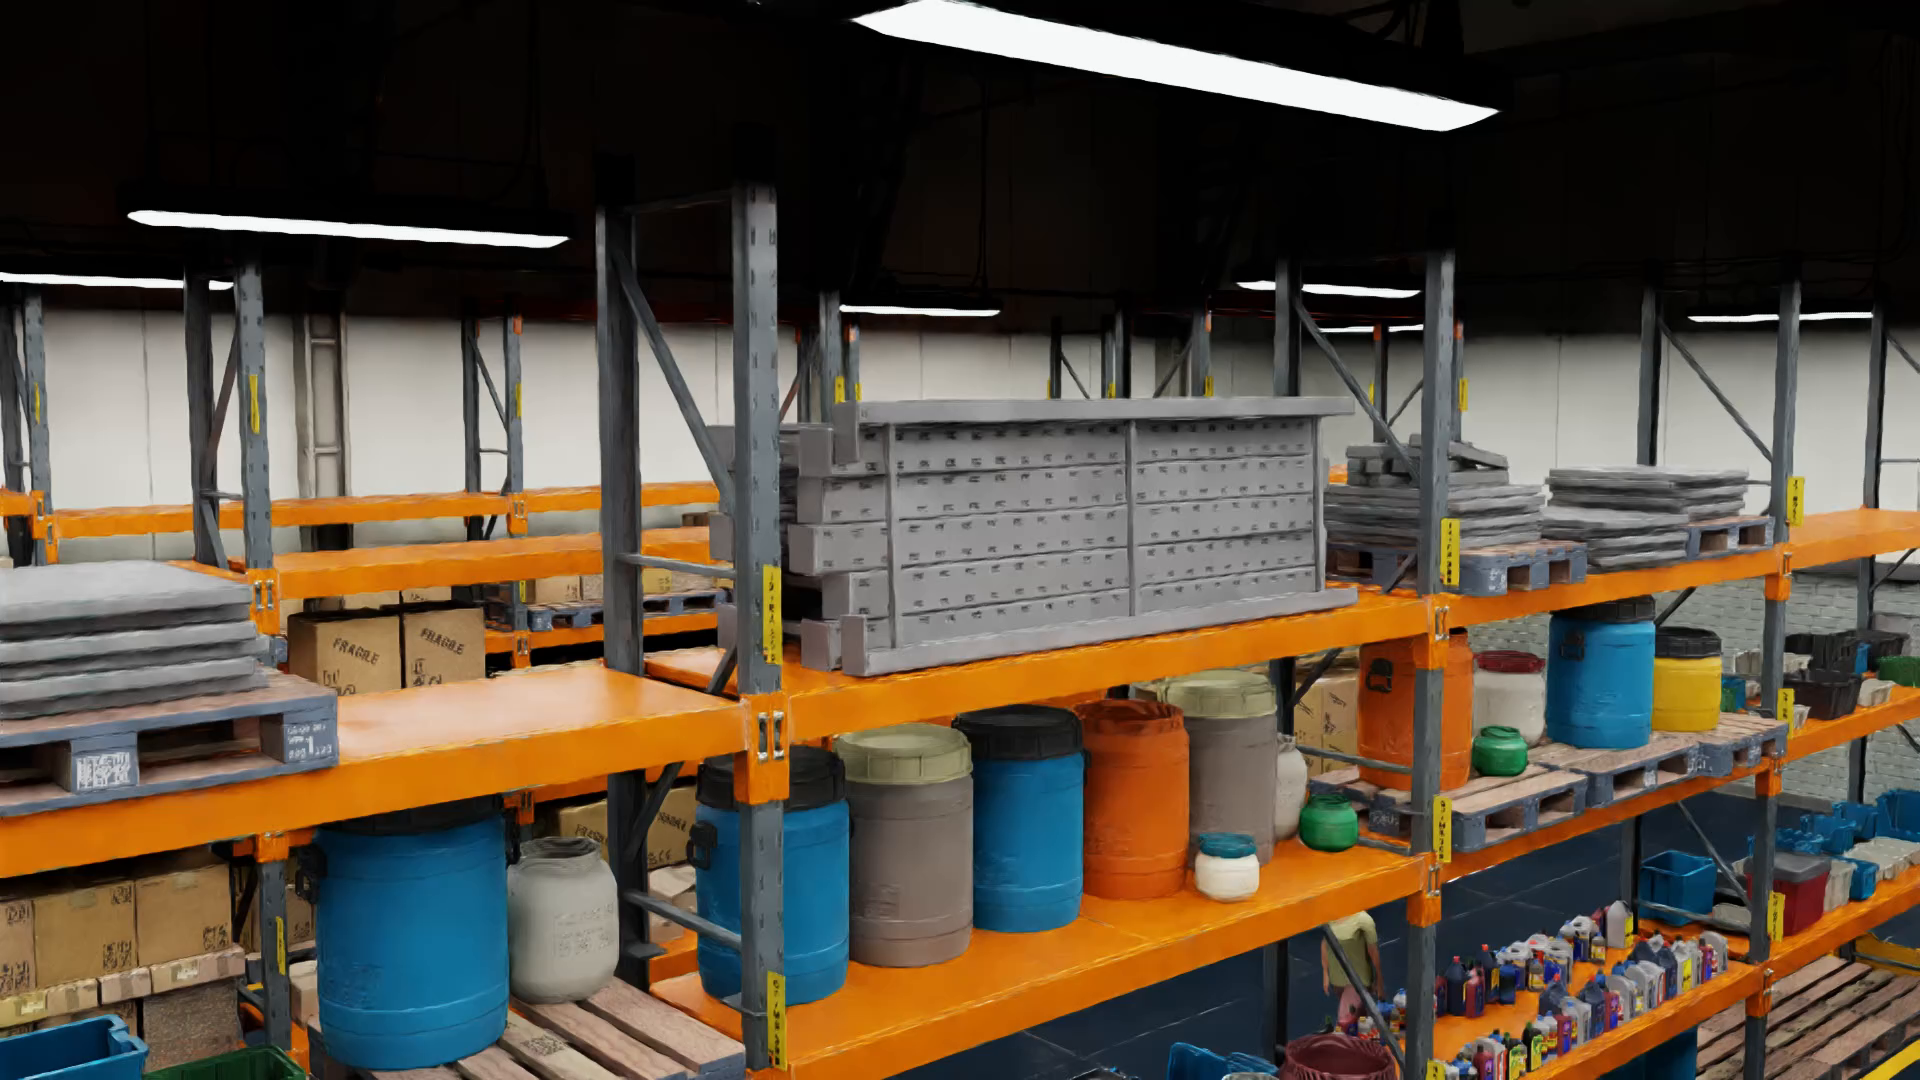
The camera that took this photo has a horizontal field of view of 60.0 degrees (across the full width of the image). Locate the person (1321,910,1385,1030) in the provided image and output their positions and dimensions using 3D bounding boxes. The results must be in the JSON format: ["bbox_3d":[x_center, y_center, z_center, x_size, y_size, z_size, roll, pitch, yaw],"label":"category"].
[{"bbox_3d":[2.807,3.209,12.156,1.110,1.590,0.448,-4,7,-39],"label":"person"}]
